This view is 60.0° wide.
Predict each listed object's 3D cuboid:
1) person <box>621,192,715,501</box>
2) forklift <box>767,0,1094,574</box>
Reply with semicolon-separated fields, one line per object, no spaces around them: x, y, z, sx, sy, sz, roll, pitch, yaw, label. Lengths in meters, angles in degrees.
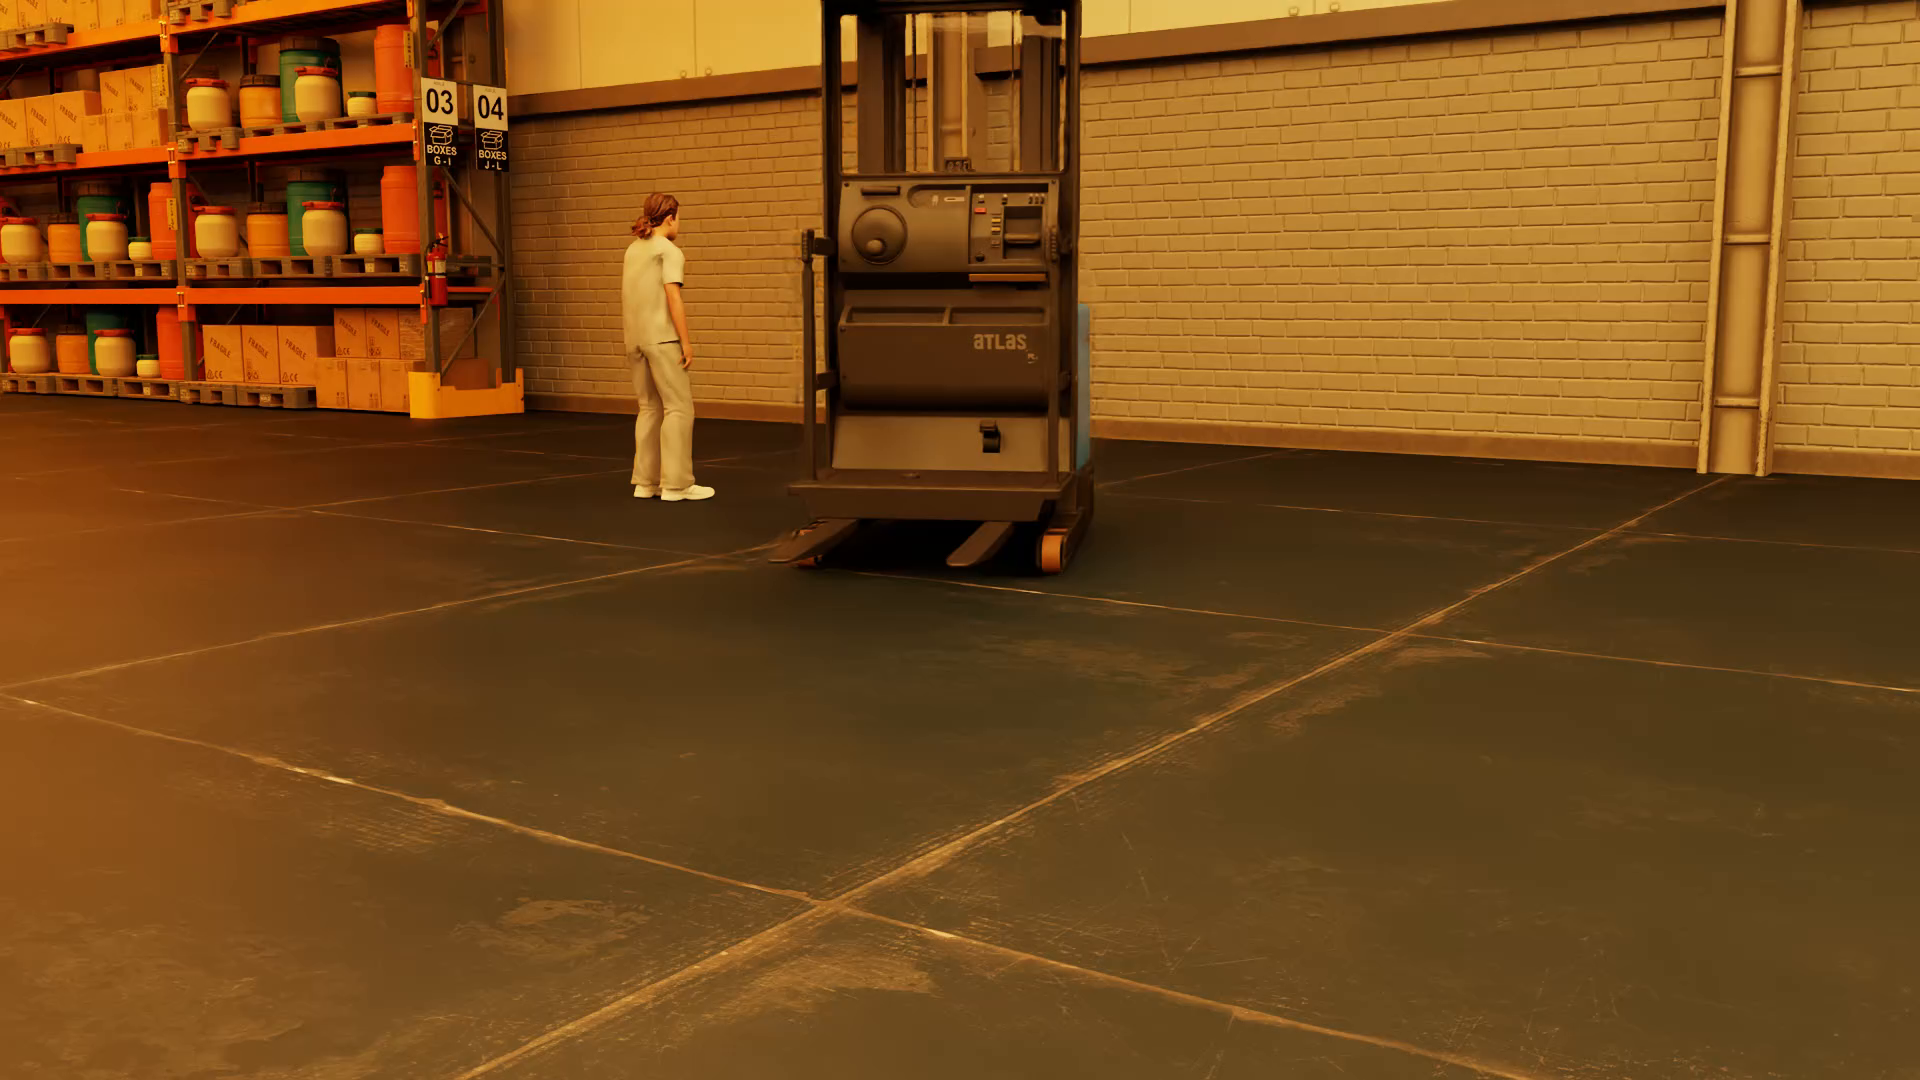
-1.647;-1.061;9.130;0.498;1.671;0.361;7;11;41;person
-0.079;-1.365;6.791;1.130;2.935;3.031;1;8;9;forklift
